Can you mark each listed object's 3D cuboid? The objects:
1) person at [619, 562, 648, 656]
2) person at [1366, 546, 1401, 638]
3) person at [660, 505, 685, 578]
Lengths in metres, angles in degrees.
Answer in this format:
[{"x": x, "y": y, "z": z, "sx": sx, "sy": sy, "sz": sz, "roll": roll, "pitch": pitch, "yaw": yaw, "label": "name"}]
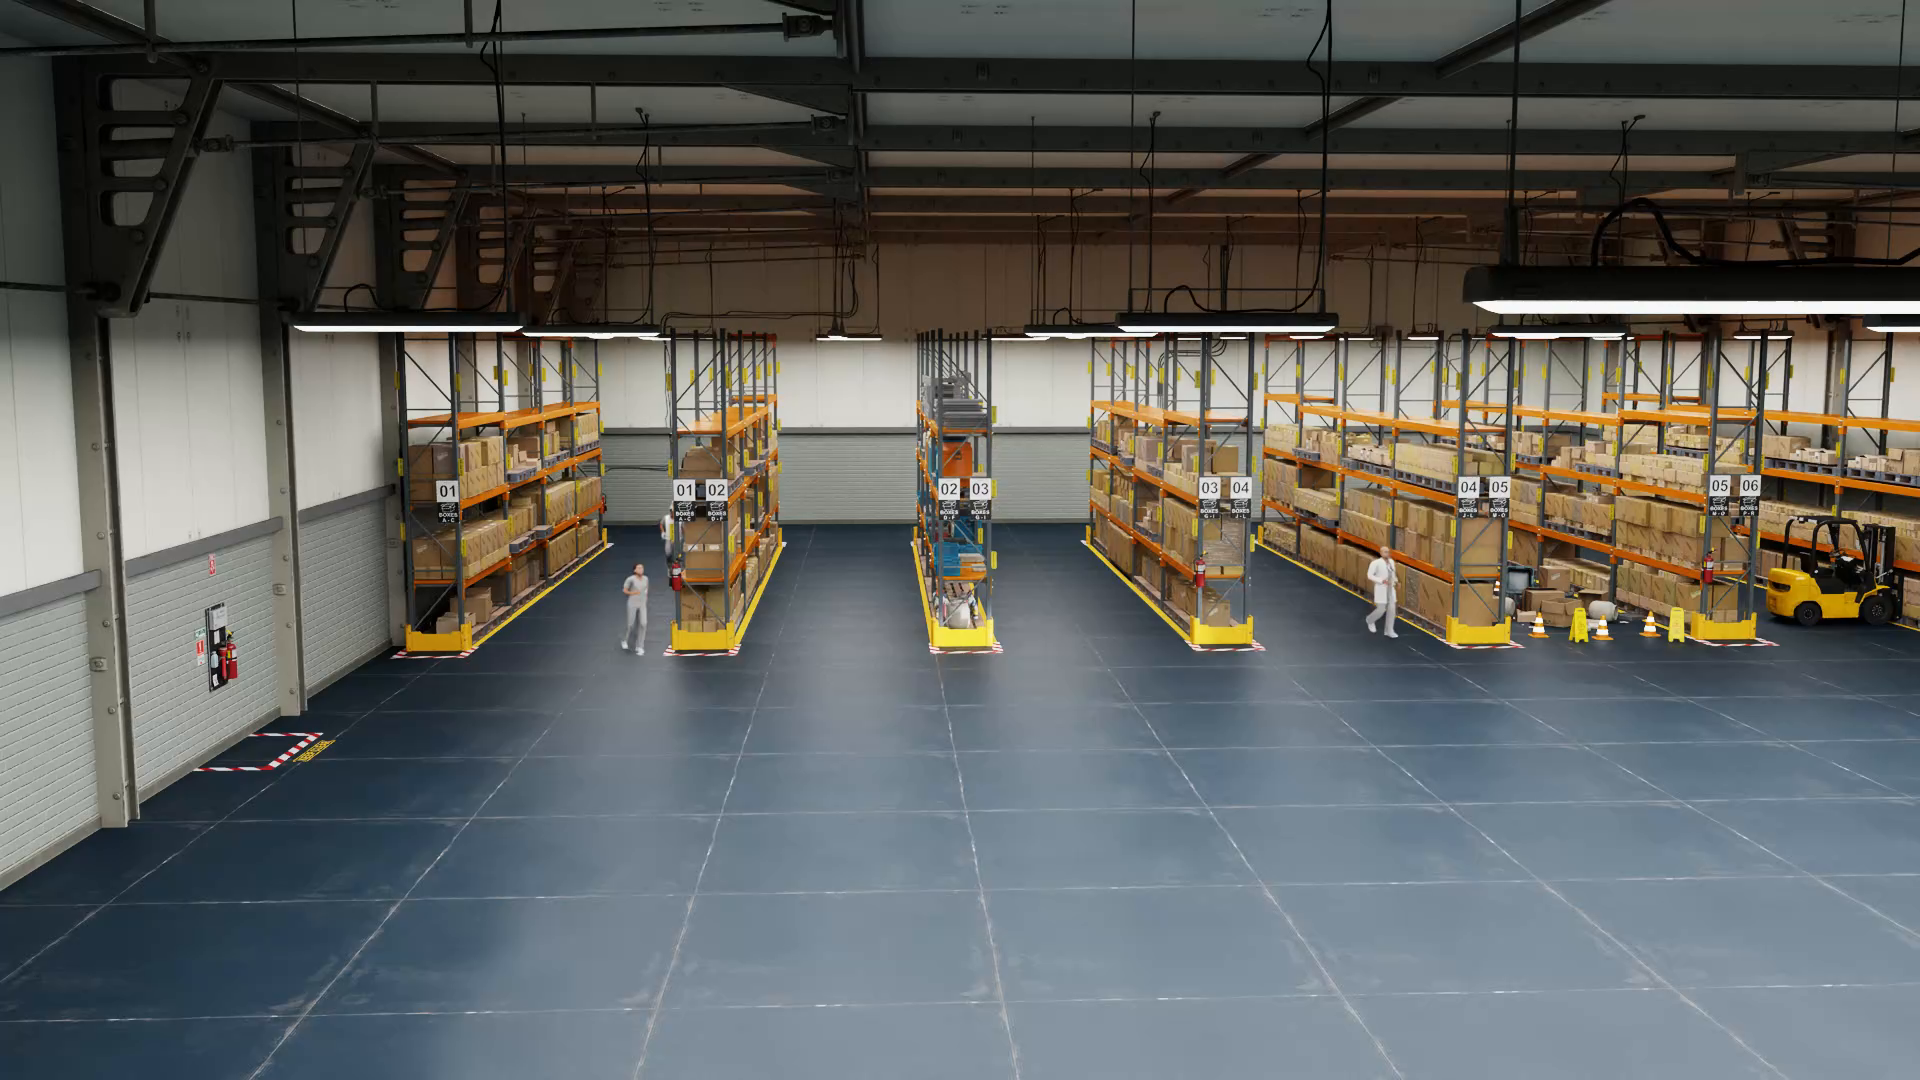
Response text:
[{"x": -6.013, "y": 1.252, "z": 30.930, "sx": 0.576, "sy": 1.701, "sz": 0.859, "roll": -4, "pitch": 8, "yaw": -33, "label": "person"}, {"x": 8.307, "y": 1.002, "z": 32.641, "sx": 0.735, "sy": 1.765, "sz": 0.855, "roll": -3, "pitch": 7, "yaw": -23, "label": "person"}, {"x": -7.054, "y": 0.028, "z": 40.930, "sx": 0.655, "sy": 1.807, "sz": 0.729, "roll": -1, "pitch": 7, "yaw": -9, "label": "person"}]
